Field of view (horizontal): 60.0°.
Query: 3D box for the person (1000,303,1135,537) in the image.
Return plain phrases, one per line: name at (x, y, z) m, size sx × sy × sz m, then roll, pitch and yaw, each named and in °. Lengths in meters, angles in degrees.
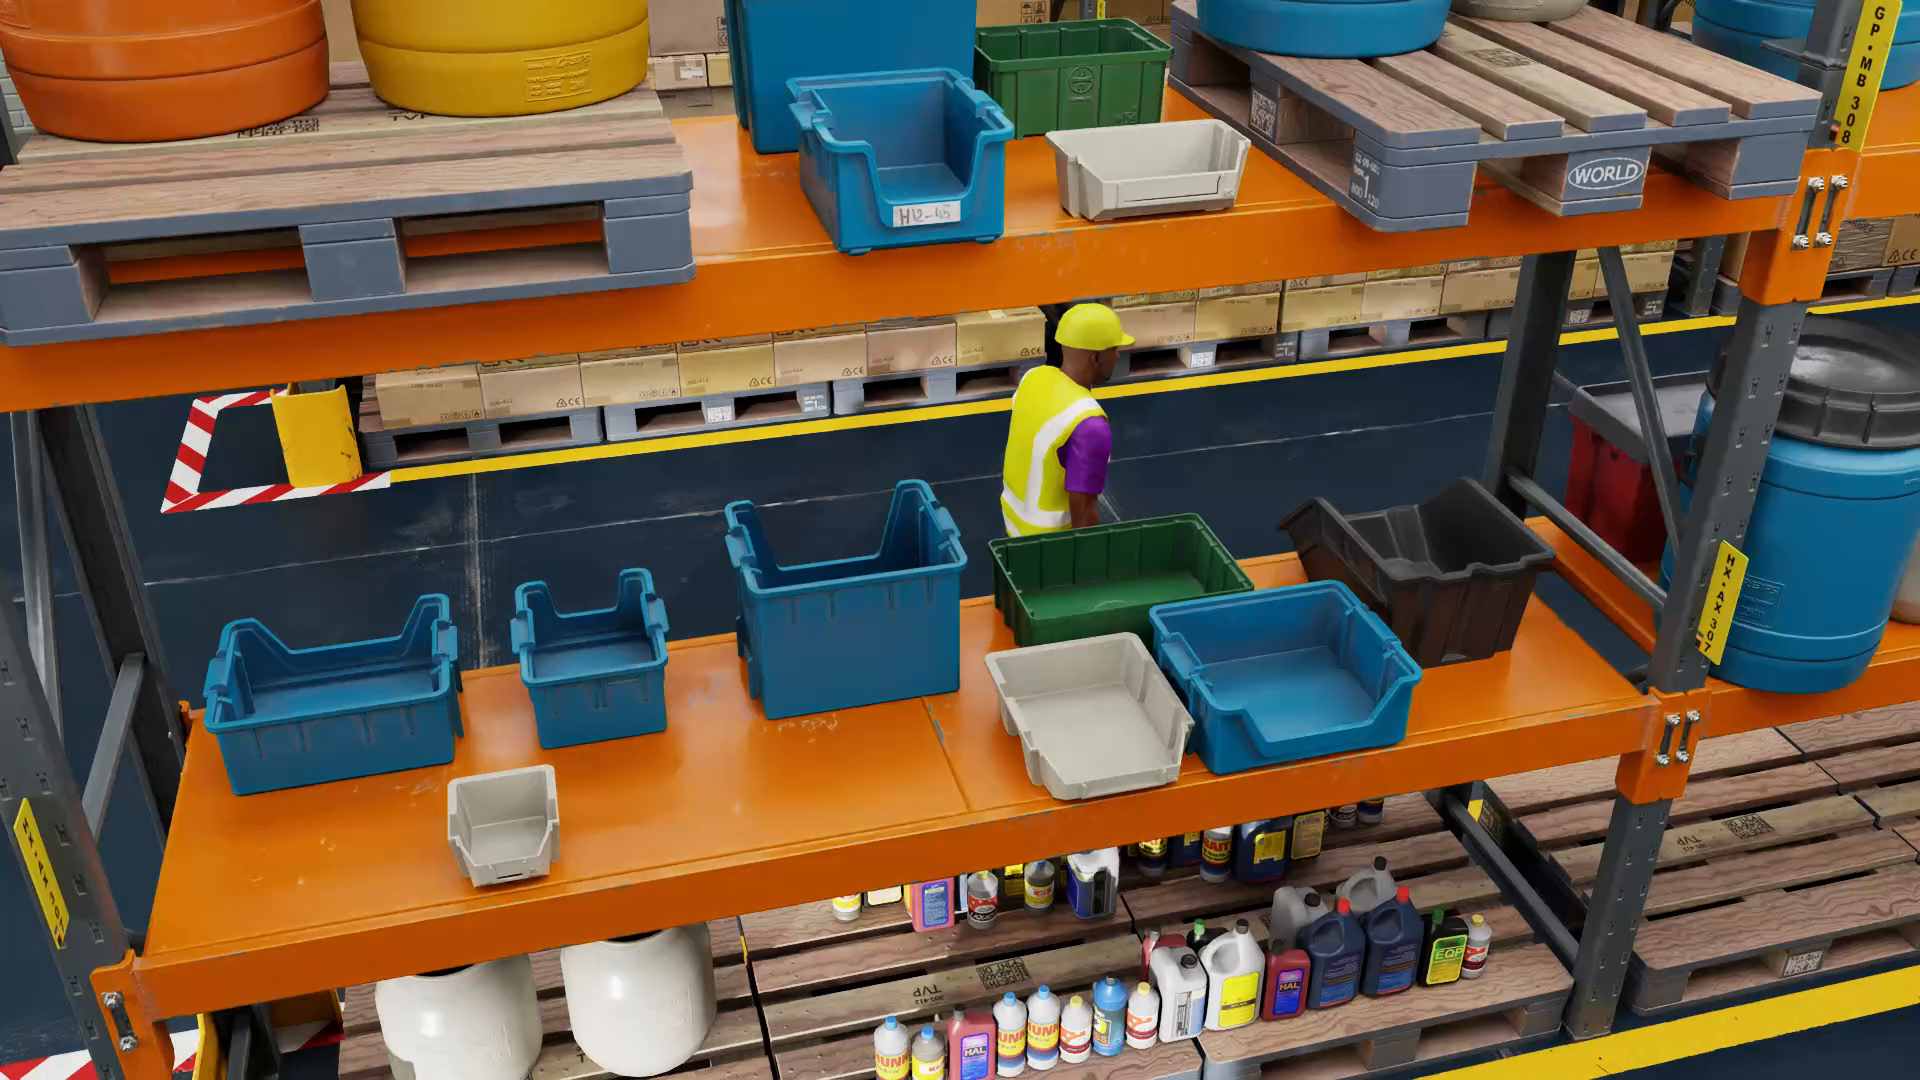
person at (0.401, -0.034, 6.172) m, size 0.462 × 1.759 × 0.633 m, roll -10°, pitch 31°, yaw -16°
